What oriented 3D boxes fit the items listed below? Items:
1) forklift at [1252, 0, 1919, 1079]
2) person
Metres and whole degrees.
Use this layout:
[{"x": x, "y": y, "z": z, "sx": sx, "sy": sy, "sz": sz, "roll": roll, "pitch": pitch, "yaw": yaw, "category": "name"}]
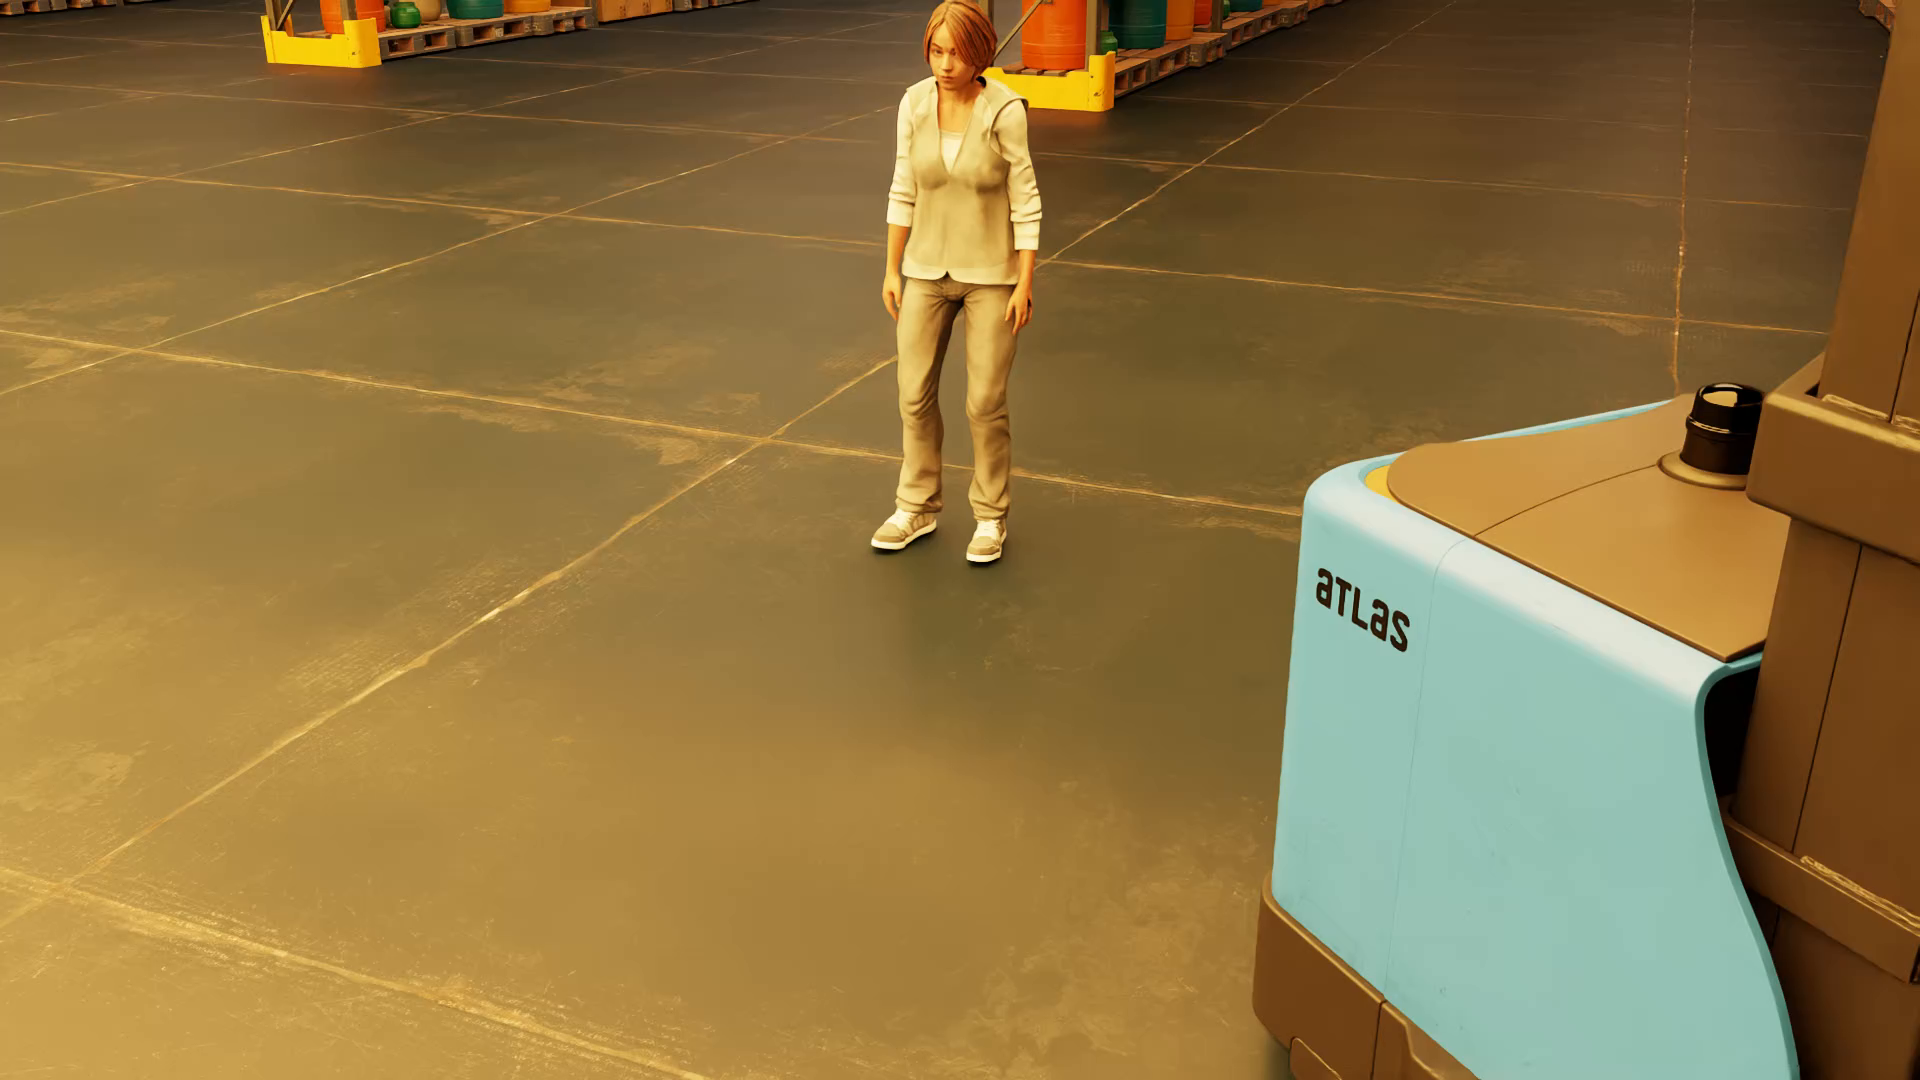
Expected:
[{"x": 1.633, "y": -0.050, "z": 1.412, "sx": 1.130, "sy": 2.935, "sz": 3.031, "roll": -11, "pitch": 25, "yaw": -25, "category": "forklift"}, {"x": -0.002, "y": -0.721, "z": 4.768, "sx": 0.467, "sy": 1.581, "sz": 0.344, "roll": 8, "pitch": 24, "yaw": 19, "category": "person"}]
